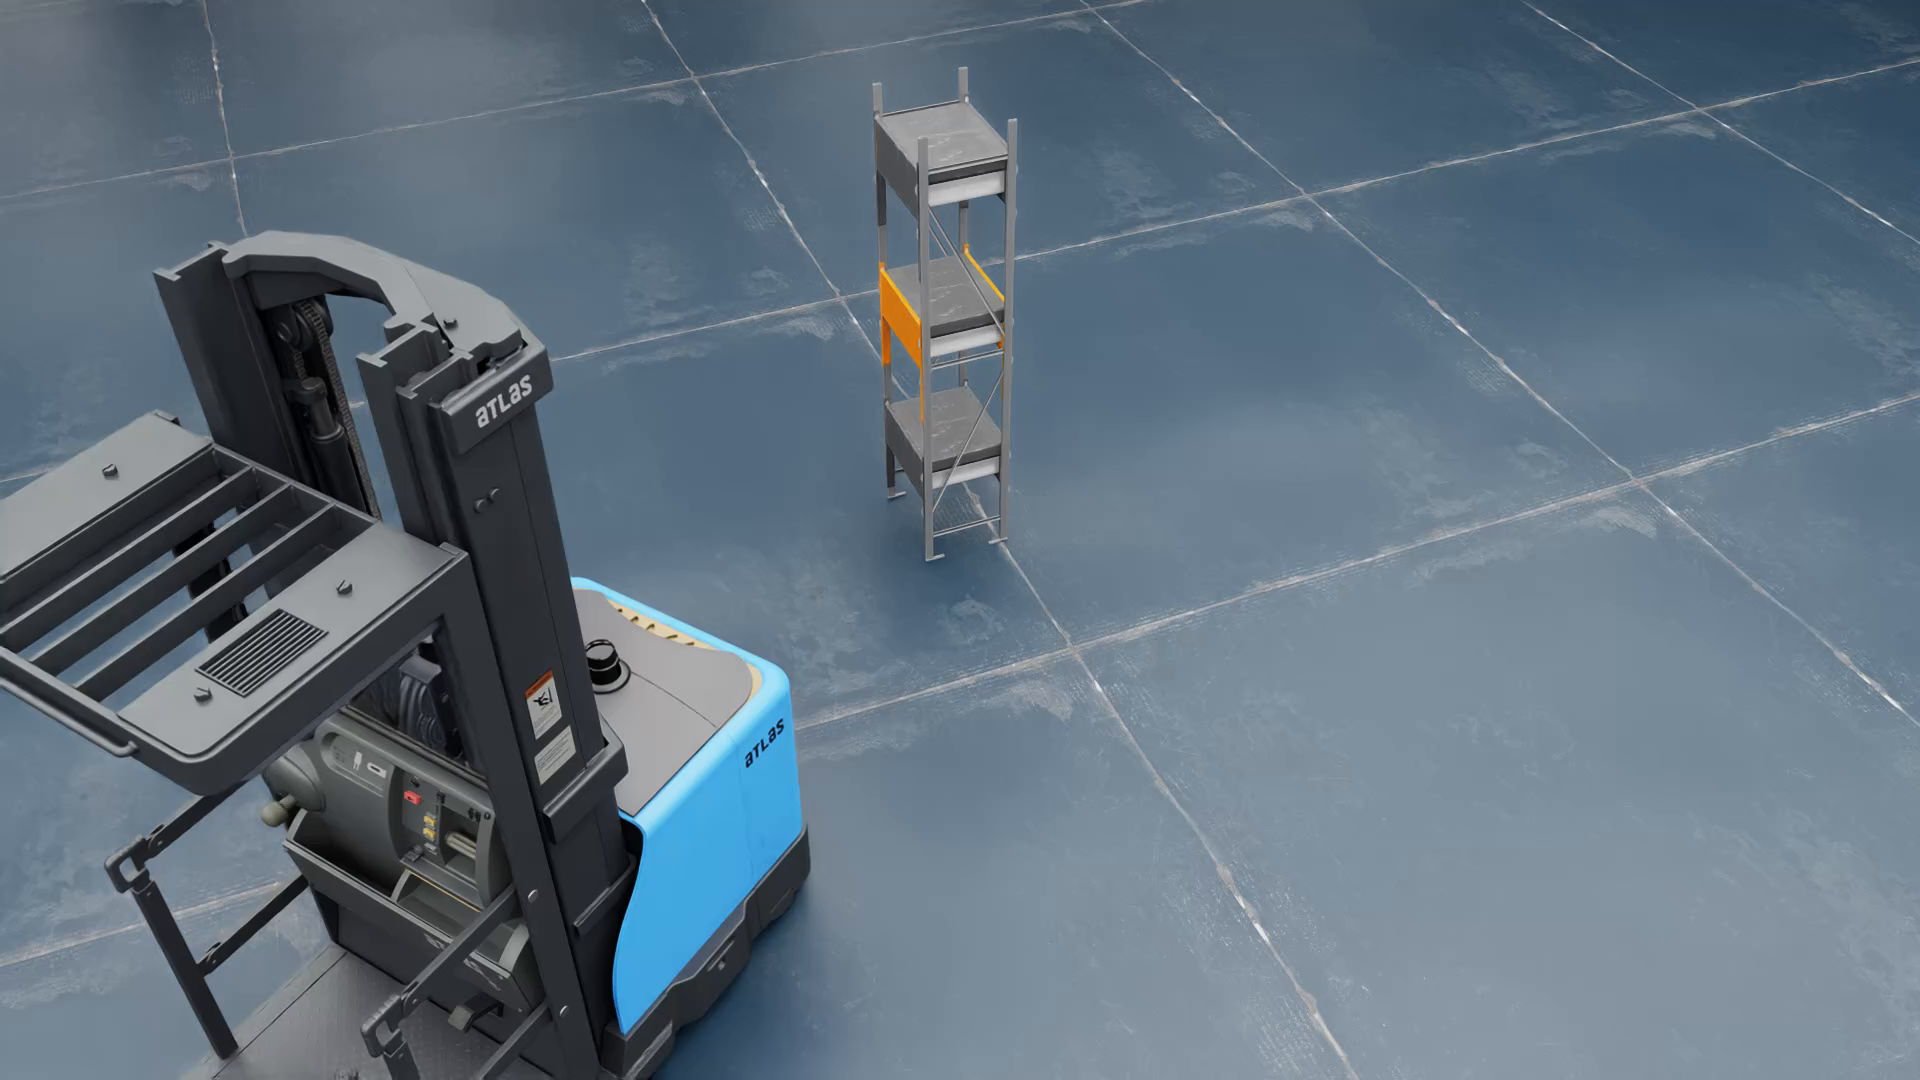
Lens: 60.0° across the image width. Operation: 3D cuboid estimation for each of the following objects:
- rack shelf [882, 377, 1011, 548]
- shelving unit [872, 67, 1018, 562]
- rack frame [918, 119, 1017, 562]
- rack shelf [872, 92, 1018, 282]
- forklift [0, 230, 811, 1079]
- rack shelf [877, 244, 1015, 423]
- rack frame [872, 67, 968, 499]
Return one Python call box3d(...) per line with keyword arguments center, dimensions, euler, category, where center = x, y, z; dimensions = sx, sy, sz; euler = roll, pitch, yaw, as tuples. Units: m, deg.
box3d(center=(-0.063, -0.355, 7.565), dimensions=(0.431, 0.518, 0.480), euler=(-15, 43, -17), category="rack shelf")
box3d(center=(-0.063, -0.896, 7.100), dimensions=(0.431, 2.100, 0.503), euler=(-15, 43, -17), category="shelving unit")
box3d(center=(0.030, -0.749, 6.929), dimensions=(0.400, 2.100, 0.015), euler=(-15, 43, -17), category="rack frame")
box3d(center=(-0.063, -1.416, 6.652), dimensions=(0.431, 0.518, 0.480), euler=(-15, 43, -17), category="rack shelf")
box3d(center=(-1.750, 0.794, 4.498), dimensions=(1.130, 2.935, 3.031), euler=(22, 45, 23), category="forklift")
box3d(center=(-0.063, -0.885, 7.109), dimensions=(0.431, 0.518, 0.480), euler=(-15, 43, -17), category="rack shelf")
box3d(center=(-0.157, -1.043, 7.271), dimensions=(0.400, 2.100, 0.015), euler=(-15, 43, -17), category="rack frame")
